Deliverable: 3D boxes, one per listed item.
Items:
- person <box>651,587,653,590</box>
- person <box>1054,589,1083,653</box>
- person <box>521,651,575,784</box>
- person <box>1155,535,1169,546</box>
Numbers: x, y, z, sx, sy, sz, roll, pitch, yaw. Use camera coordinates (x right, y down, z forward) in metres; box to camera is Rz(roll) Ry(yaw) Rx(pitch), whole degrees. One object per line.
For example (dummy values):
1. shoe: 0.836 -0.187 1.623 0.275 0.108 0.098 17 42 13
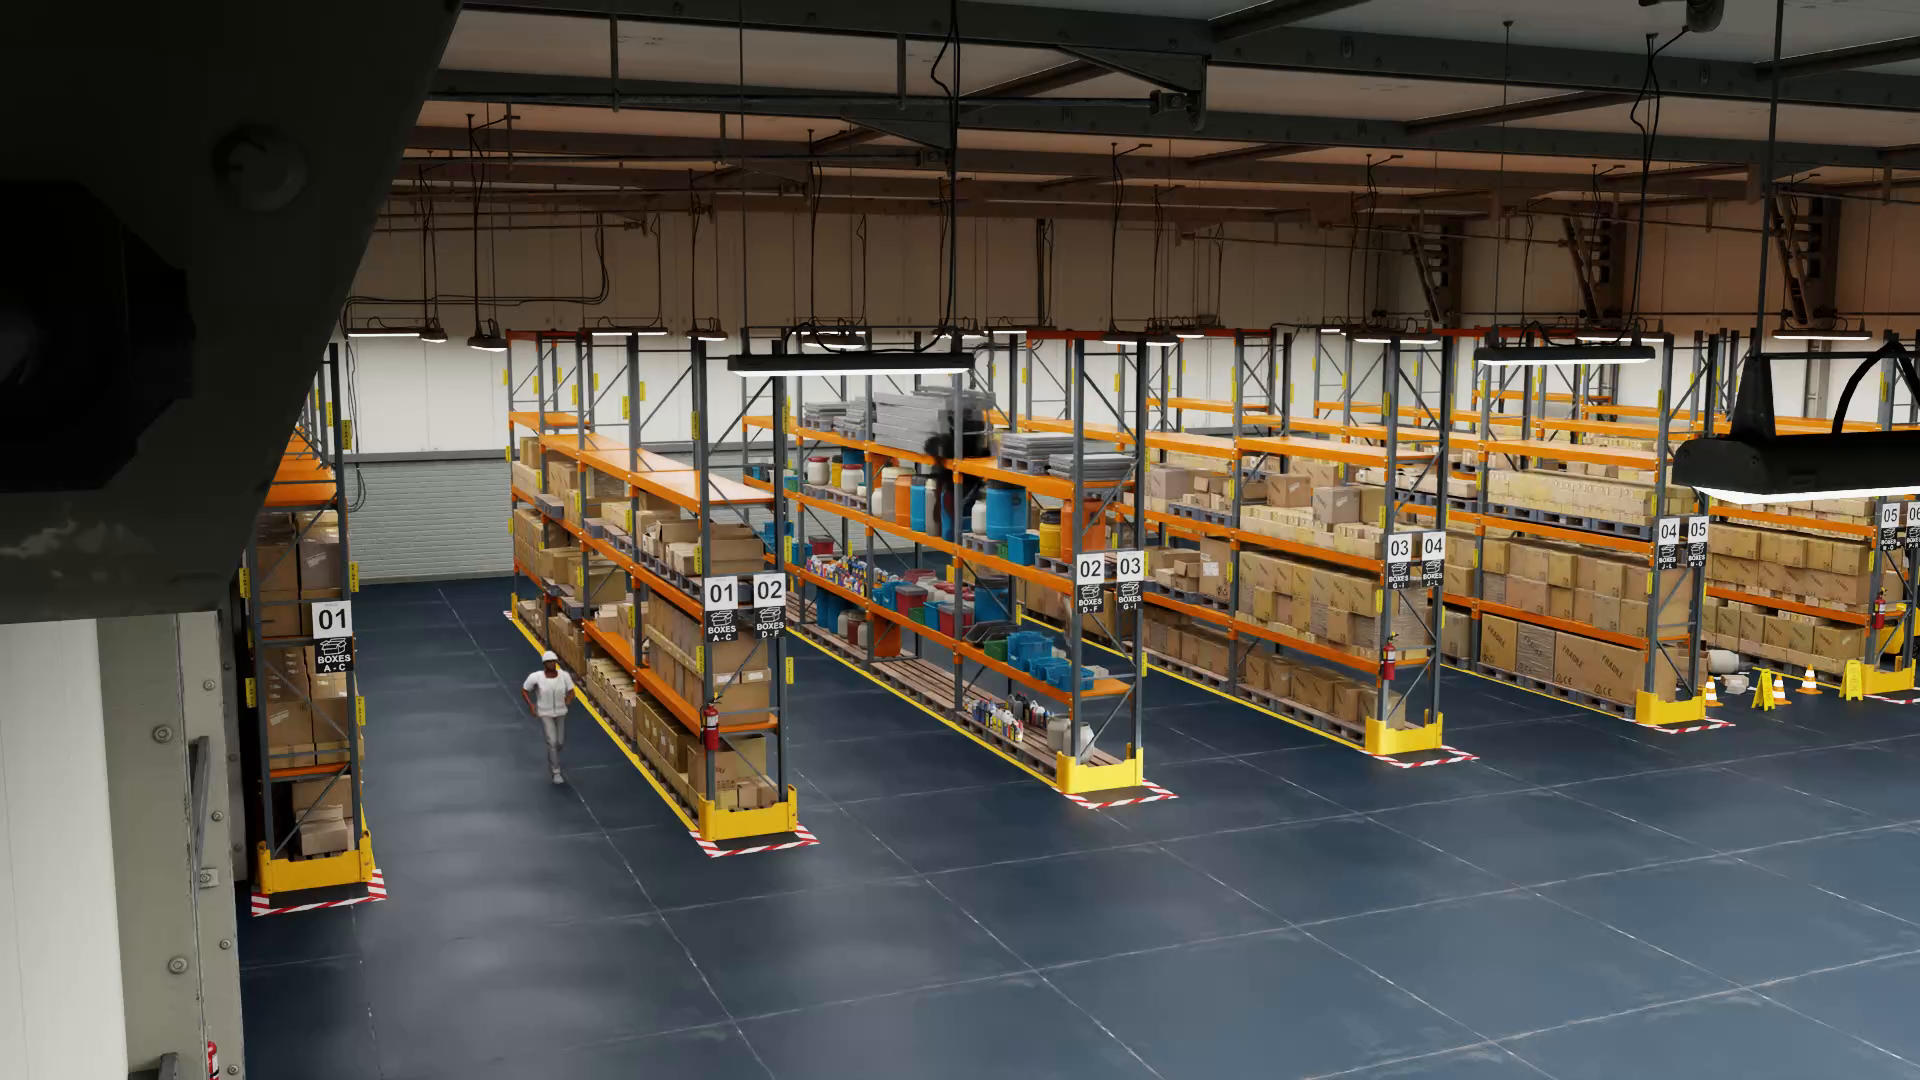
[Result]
1. person: -5.961 0.932 33.182 0.711 1.772 1.057 -5 9 -32
2. person: 2.064 1.147 30.272 0.657 1.734 0.938 -4 9 -24
3. person: -5.584 2.381 22.698 0.701 1.768 0.826 -5 9 -30
4. person: 5.143 -0.172 41.941 0.858 1.672 0.638 3 8 23
